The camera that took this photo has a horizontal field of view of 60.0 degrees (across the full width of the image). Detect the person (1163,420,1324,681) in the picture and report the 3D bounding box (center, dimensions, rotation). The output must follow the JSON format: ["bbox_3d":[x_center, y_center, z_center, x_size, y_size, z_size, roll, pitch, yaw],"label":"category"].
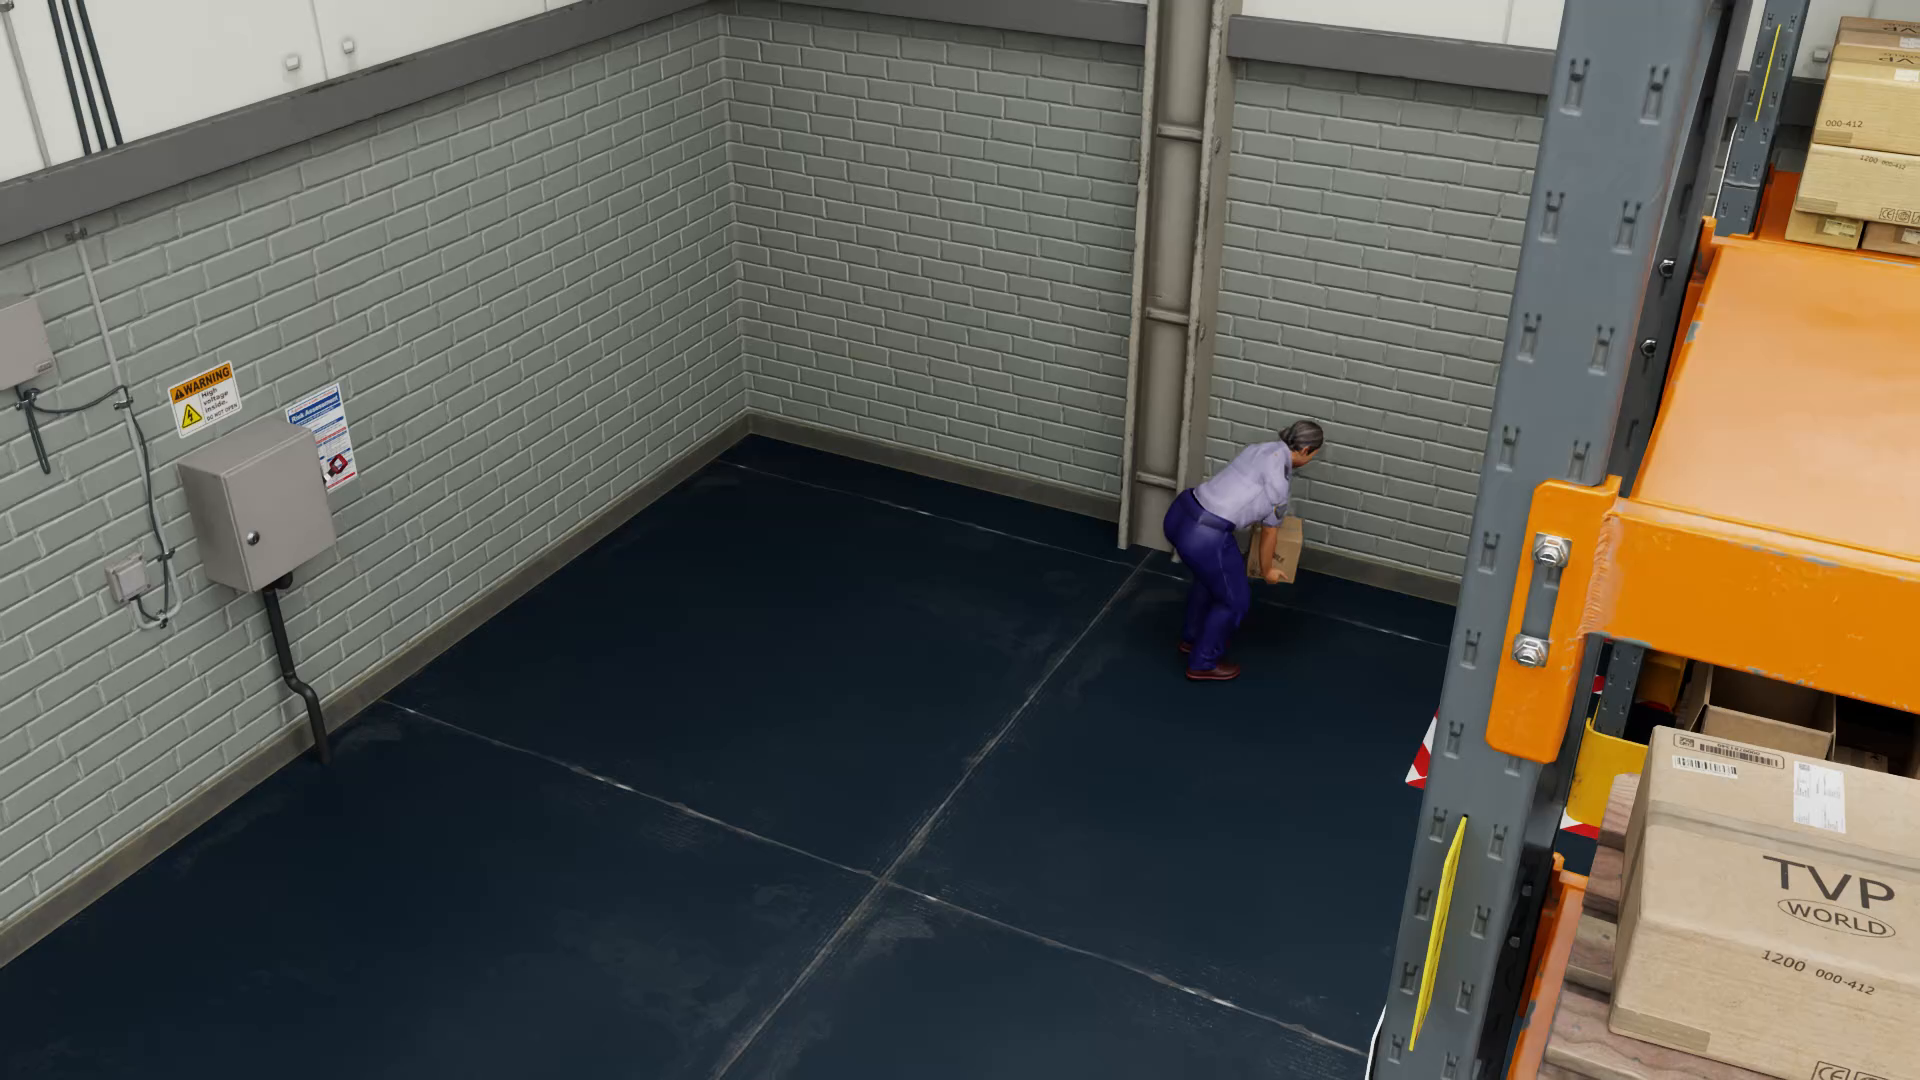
[{"bbox_3d":[1.440,0.051,8.524,0.793,1.341,0.452,-8,31,-13],"label":"person"}]
